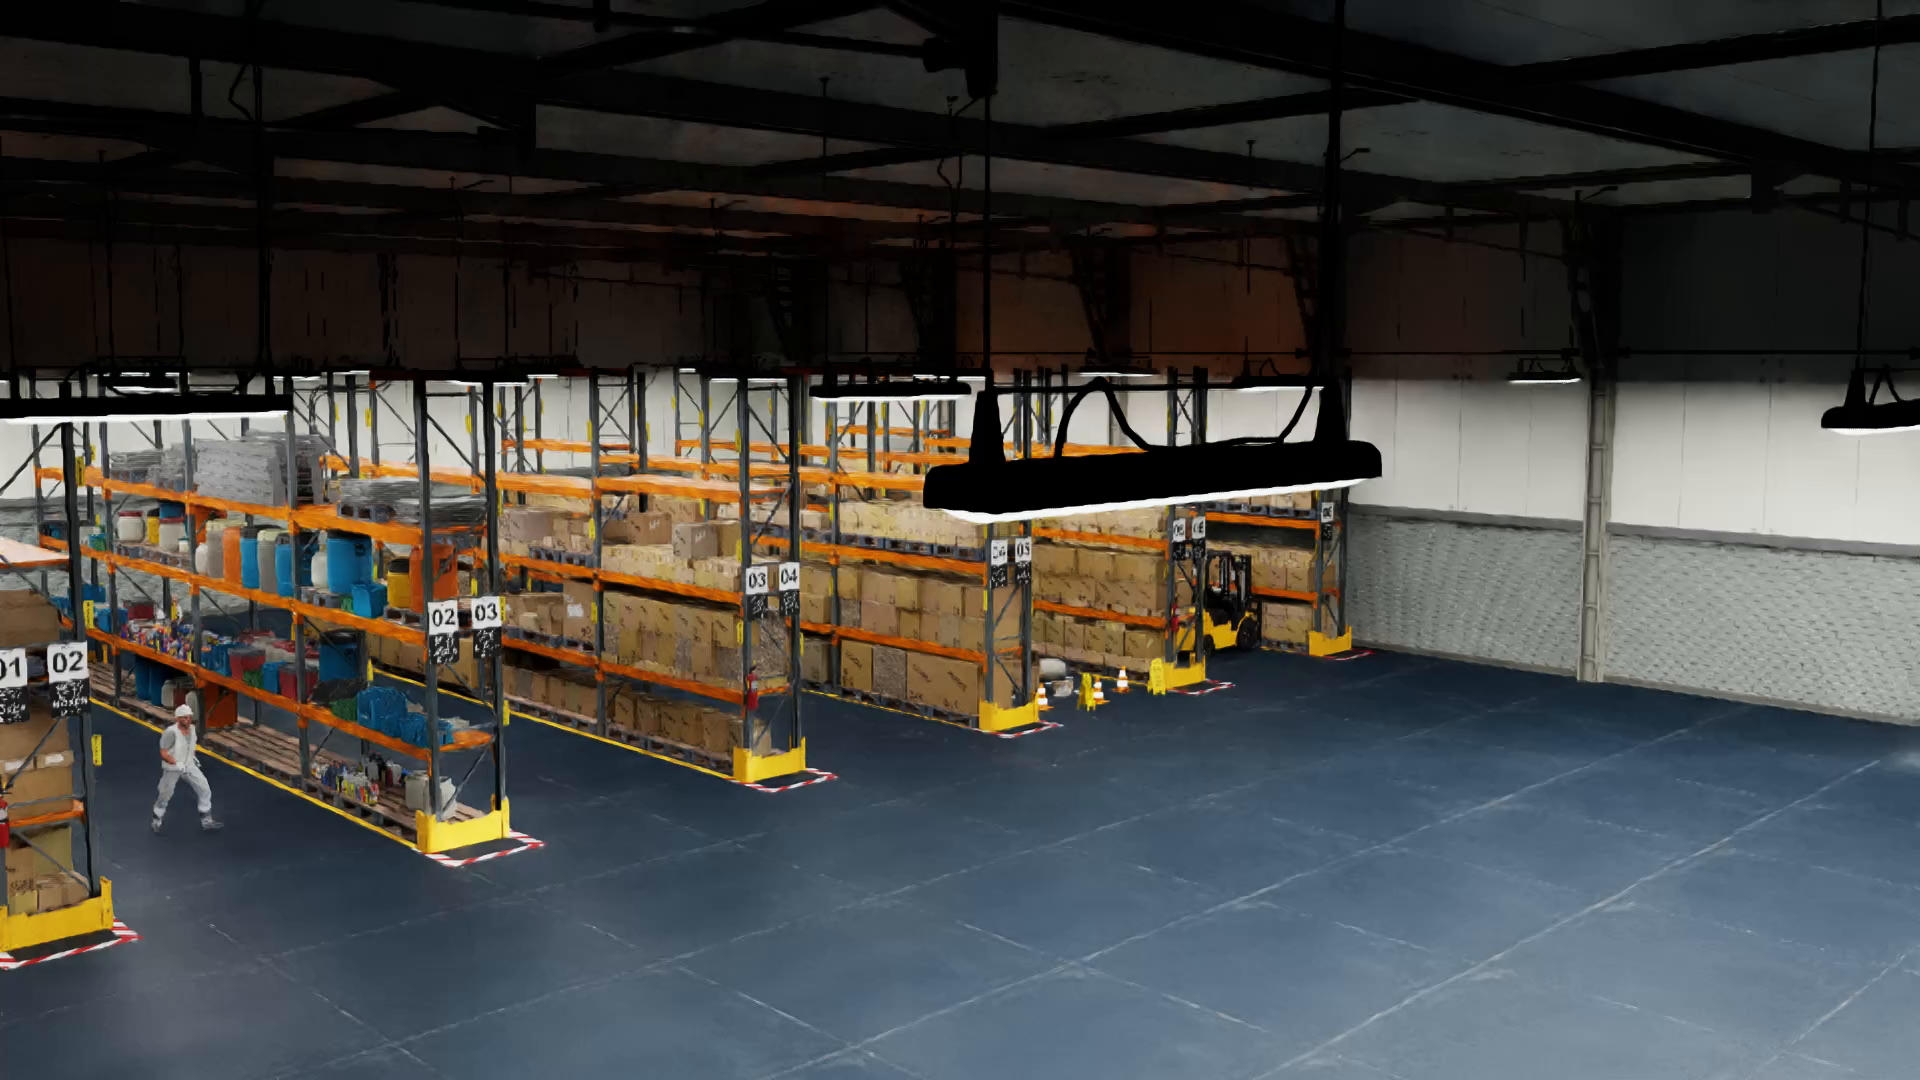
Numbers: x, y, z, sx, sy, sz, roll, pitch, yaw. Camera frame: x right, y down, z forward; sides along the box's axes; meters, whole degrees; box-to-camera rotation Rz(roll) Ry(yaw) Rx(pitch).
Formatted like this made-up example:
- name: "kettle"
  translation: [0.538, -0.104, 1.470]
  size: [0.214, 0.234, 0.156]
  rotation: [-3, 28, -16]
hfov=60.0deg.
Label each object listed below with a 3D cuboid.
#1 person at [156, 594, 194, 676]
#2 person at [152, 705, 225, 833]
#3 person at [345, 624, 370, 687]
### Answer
- name: "person"
  translation: [-15.156, 1.871, 31.919]
  size: [0.896, 1.715, 0.728]
  rotation: [4, 7, 29]
- name: "person"
  translation: [-10.265, 2.999, 21.901]
  size: [0.845, 1.714, 0.684]
  rotation: [4, 7, 29]
- name: "person"
  translation: [-11.458, 1.953, 31.338]
  size: [0.583, 1.665, 0.560]
  rotation: [-3, 7, -25]
